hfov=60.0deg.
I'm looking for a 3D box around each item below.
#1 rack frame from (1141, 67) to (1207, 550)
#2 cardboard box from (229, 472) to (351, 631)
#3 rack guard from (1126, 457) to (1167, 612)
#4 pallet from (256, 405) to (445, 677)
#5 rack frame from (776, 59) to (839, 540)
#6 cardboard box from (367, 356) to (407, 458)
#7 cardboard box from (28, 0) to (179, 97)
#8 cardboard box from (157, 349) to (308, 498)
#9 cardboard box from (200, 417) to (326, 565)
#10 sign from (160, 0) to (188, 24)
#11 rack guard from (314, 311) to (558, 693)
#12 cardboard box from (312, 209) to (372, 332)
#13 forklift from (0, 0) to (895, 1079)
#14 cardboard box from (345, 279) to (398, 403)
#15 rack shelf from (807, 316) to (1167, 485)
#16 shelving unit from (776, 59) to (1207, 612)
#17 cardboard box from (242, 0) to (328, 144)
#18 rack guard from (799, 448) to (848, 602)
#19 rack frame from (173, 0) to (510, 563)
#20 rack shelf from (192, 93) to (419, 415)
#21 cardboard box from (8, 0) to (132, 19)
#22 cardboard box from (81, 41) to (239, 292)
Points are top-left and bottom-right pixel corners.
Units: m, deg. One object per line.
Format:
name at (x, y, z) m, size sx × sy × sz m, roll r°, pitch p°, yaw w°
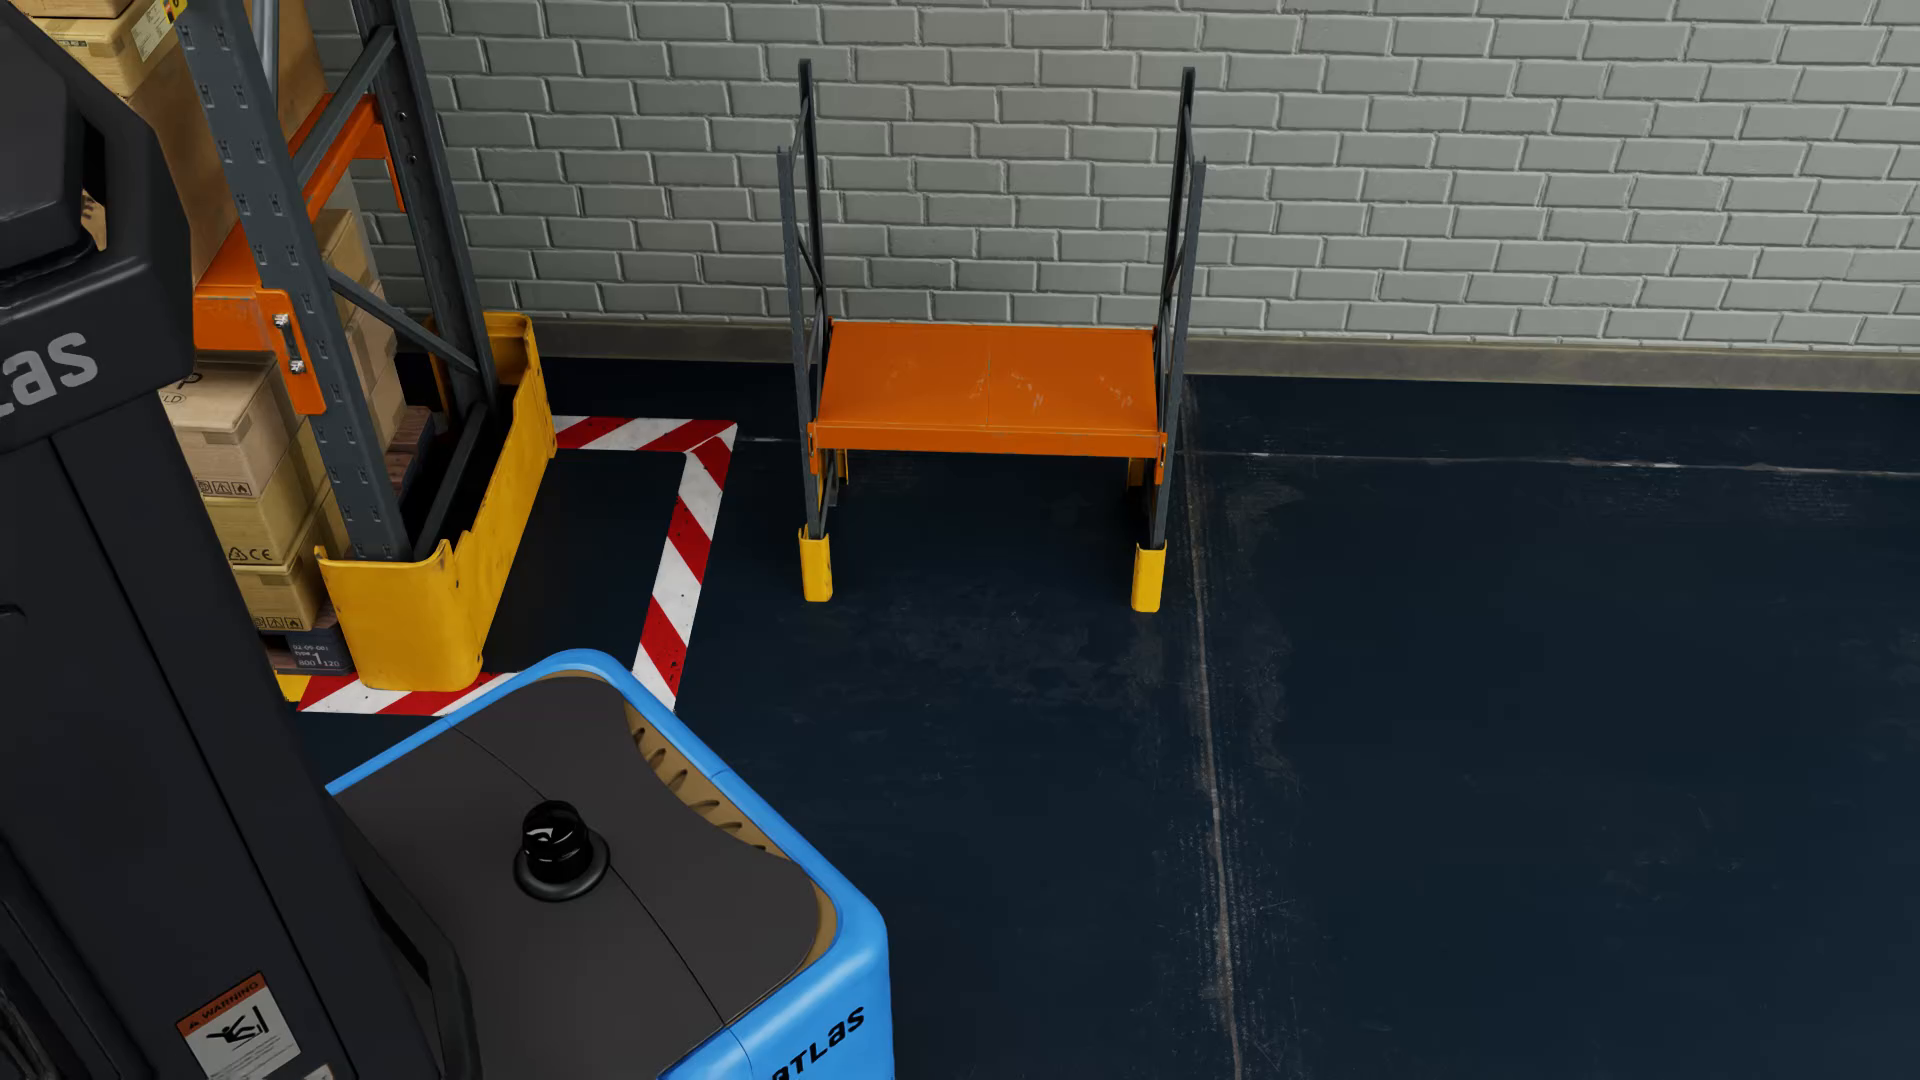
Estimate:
rack frame at (0.593, -0.531, 4.719) m, size 0.032 × 1.500 × 0.500 m, roll 2°, pitch 43°, yaw 2°
cardboard box at (-2.056, -0.009, 4.768) m, size 0.500 × 0.250 × 0.500 m, roll 2°, pitch 43°, yaw 2°
rack guard at (0.574, -0.074, 5.146) m, size 0.087 × 0.250 × 0.587 m, roll 2°, pitch 43°, yaw 2°
pallet at (-2.338, -0.037, 5.135) m, size 1.213 × 0.211 × 1.003 m, roll 2°, pitch 43°, yaw 2°
rack frame at (-0.423, -0.562, 4.753) m, size 0.032 × 1.500 × 0.500 m, roll 2°, pitch 43°, yaw 2°
cardboard box at (-2.054, -0.358, 5.143) m, size 0.500 × 0.250 × 0.500 m, roll 2°, pitch 43°, yaw 2°
cardboard box at (-1.931, -1.156, 3.741) m, size 0.250 × 0.149 × 0.380 m, roll 2°, pitch 43°, yaw 3°
cardboard box at (-2.046, -0.378, 4.430) m, size 0.500 × 0.250 × 0.500 m, roll 3°, pitch 43°, yaw 3°
cardboard box at (-2.073, -0.195, 4.601) m, size 0.500 × 0.250 × 0.500 m, roll 1°, pitch 43°, yaw 1°
sign at (-1.611, -1.204, 3.318) m, size 0.005 × 0.325 × 0.100 m, roll 2°, pitch 43°, yaw 2°
rack guard at (-1.548, -0.147, 5.041) m, size 0.348 × 0.500 × 1.175 m, roll 2°, pitch 43°, yaw 2°
cardboard box at (-2.044, -0.719, 4.797) m, size 0.500 × 0.250 × 0.500 m, roll 1°, pitch 43°, yaw 1°
forklift at (-1.539, 0.835, 2.204) m, size 3.031 × 2.935 × 1.130 m, roll -32°, pitch 52°, yaw -30°
cardboard box at (-2.033, -0.549, 4.981) m, size 0.500 × 0.250 × 0.500 m, roll 2°, pitch 43°, yaw 3°
rack shelf at (0.085, -0.415, 4.859) m, size 1.000 × 0.185 × 0.538 m, roll 2°, pitch 43°, yaw 2°
shelving unit at (0.076, -0.546, 4.736) m, size 1.083 × 1.500 × 0.587 m, roll 2°, pitch 43°, yaw 2°
cardboard box at (-2.055, -1.303, 4.375) m, size 0.500 × 0.500 × 0.500 m, roll 3°, pitch 43°, yaw 3°
rack guard at (-0.421, -0.104, 5.179) m, size 0.087 × 0.250 × 0.587 m, roll 2°, pitch 43°, yaw 2°
rack frame at (-1.572, -1.062, 4.190) m, size 0.127 × 3.000 × 1.000 m, roll 2°, pitch 43°, yaw 2°
rack shelf at (-3.570, -0.861, 4.501) m, size 4.000 × 0.370 × 1.077 m, roll 2°, pitch 43°, yaw 2°
cardboard box at (-1.940, -1.313, 3.691) m, size 0.250 × 0.149 × 0.380 m, roll 2°, pitch 43°, yaw 2°
cardboard box at (-2.076, -0.935, 3.980) m, size 0.500 × 0.500 × 0.500 m, roll 1°, pitch 43°, yaw 1°
